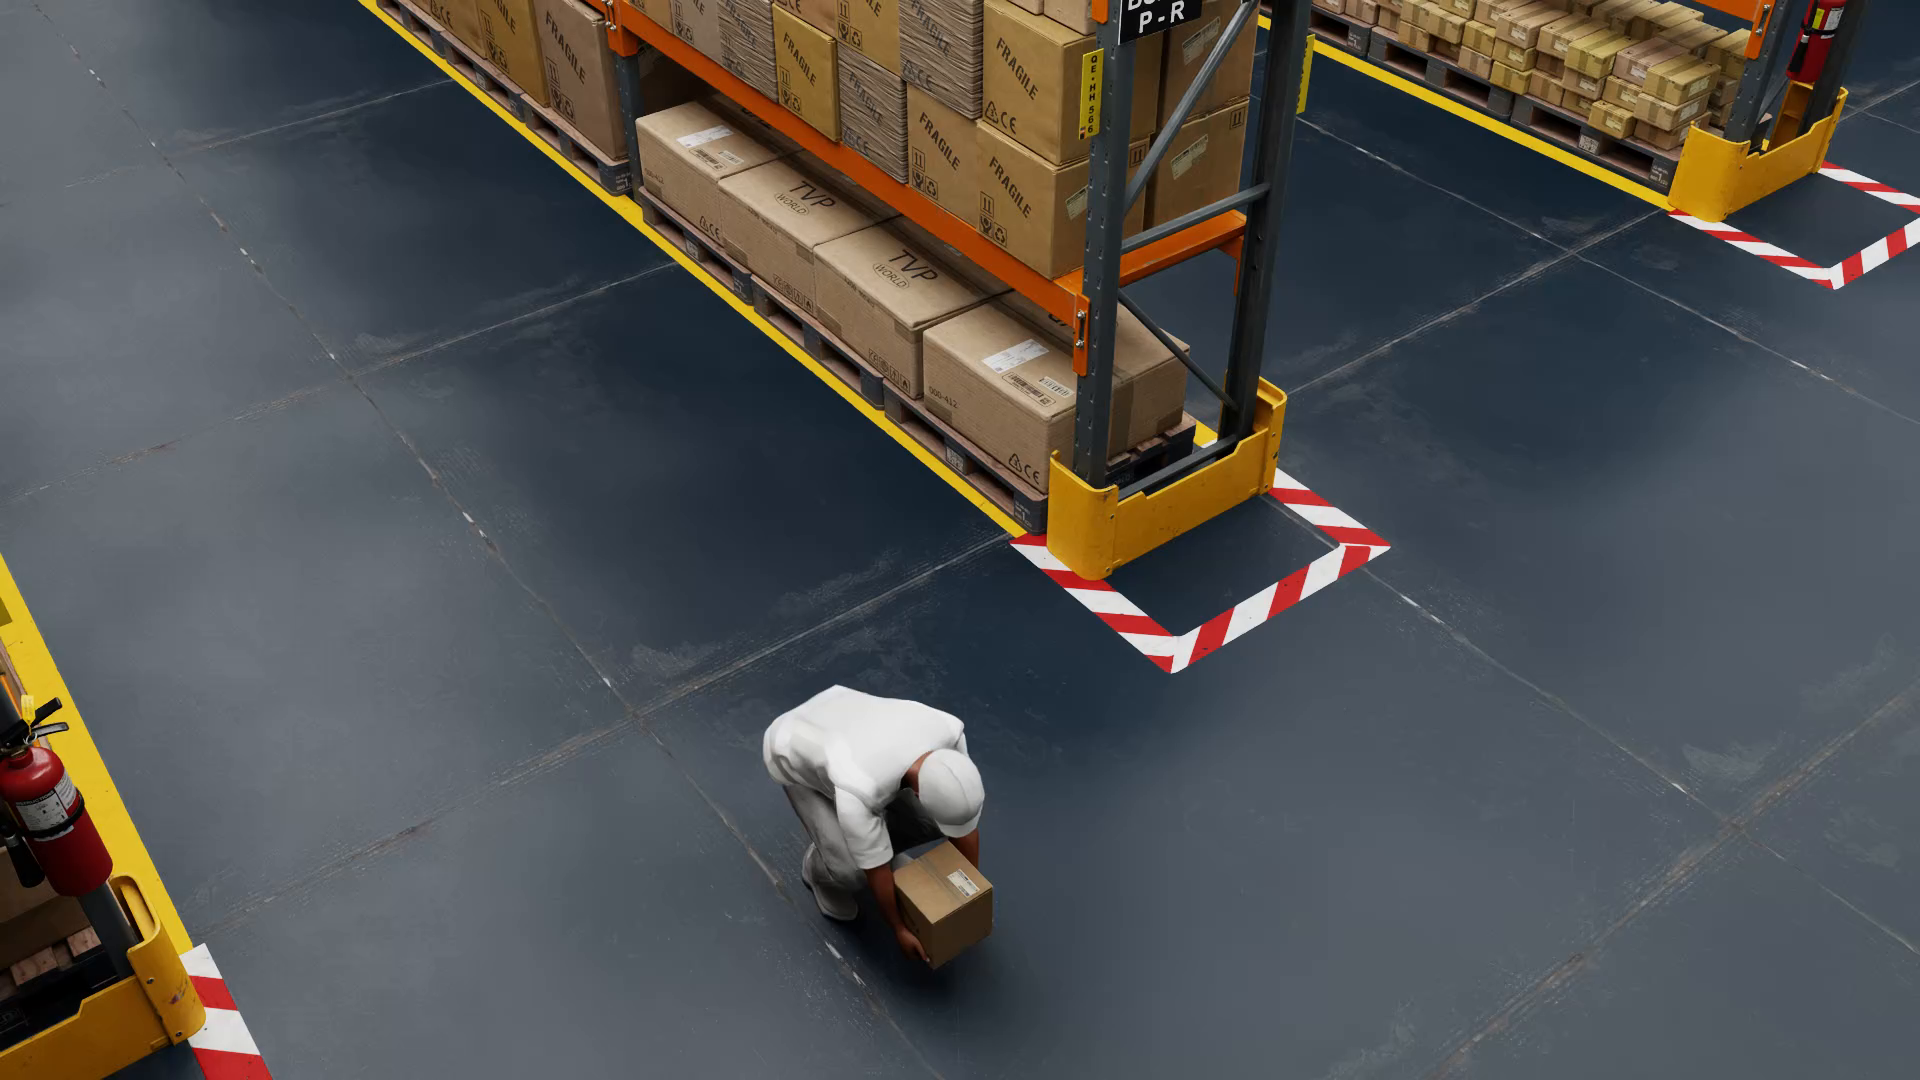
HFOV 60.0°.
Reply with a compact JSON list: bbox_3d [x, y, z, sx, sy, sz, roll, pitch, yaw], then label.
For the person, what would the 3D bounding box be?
[{"bbox_3d":[-0.258,0.903,5.659,0.532,1.008,0.919,-28,47,-29],"label":"person"}]
